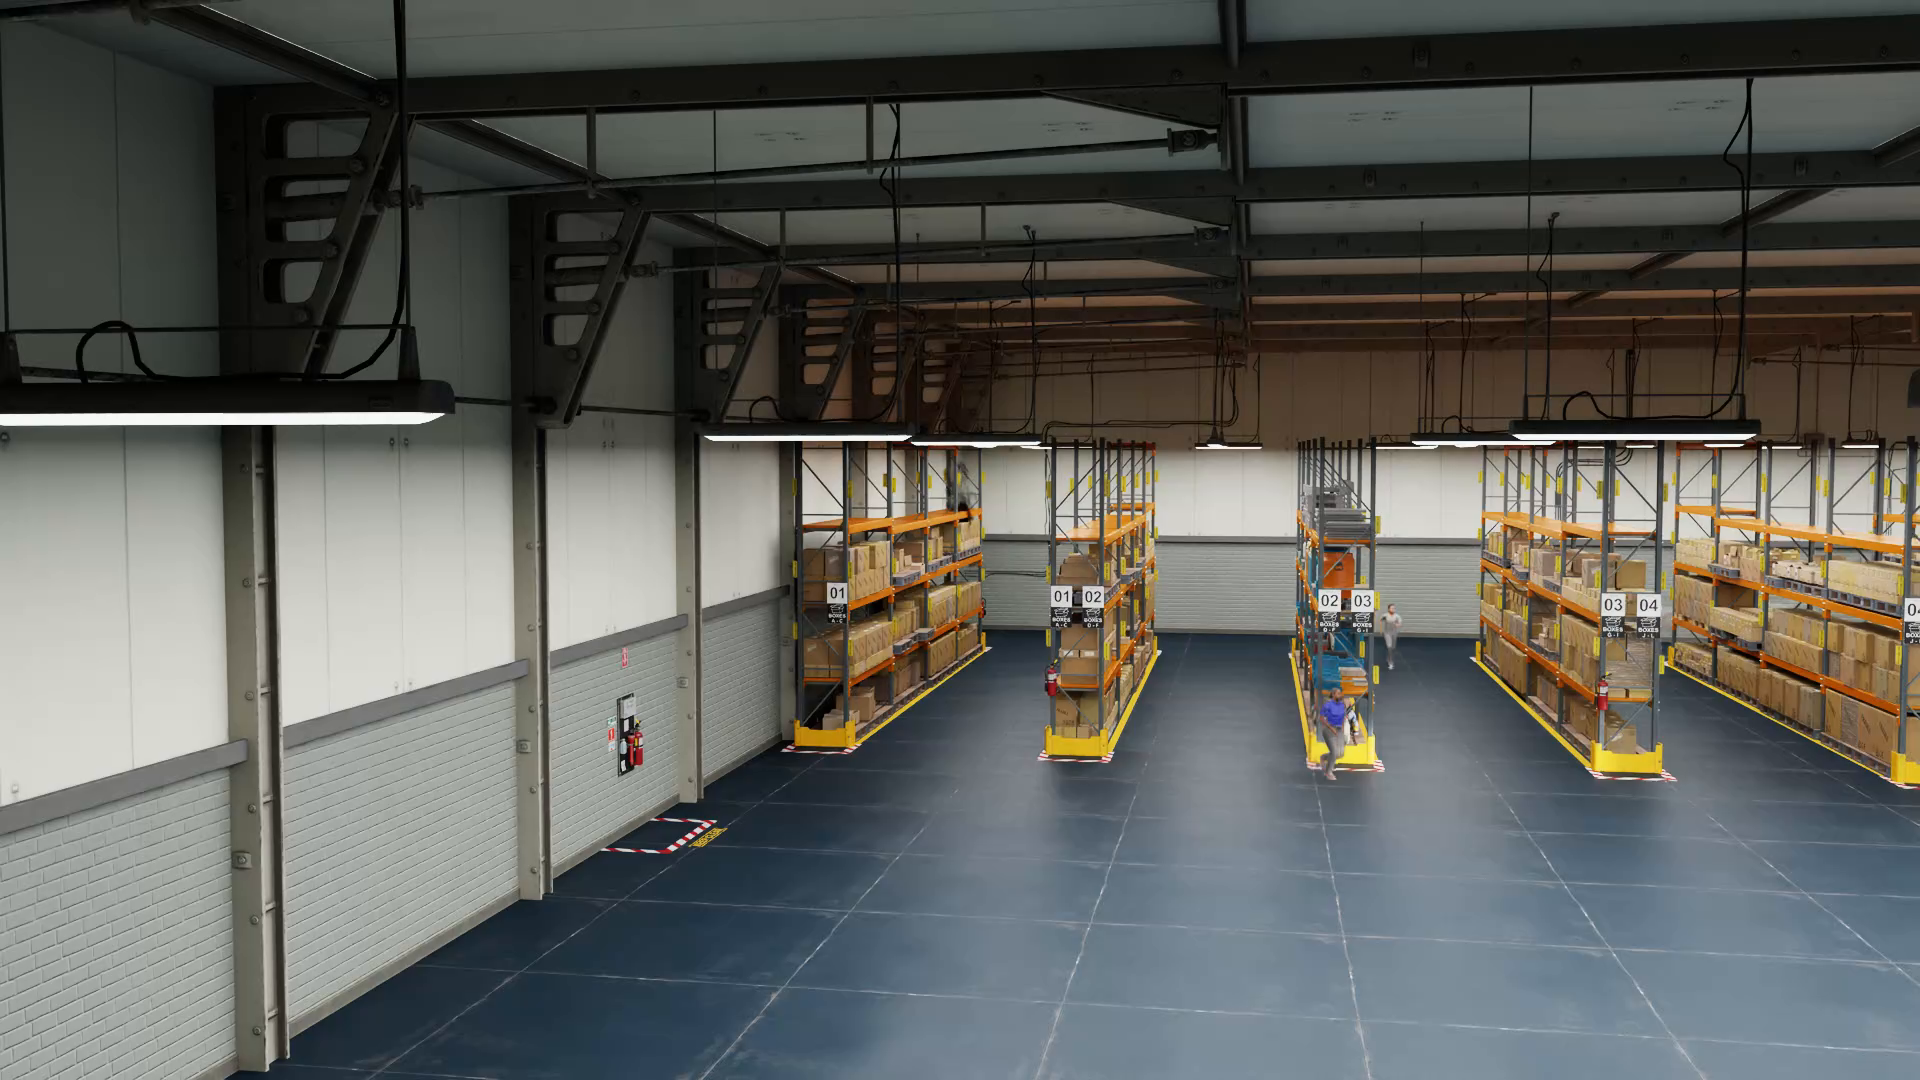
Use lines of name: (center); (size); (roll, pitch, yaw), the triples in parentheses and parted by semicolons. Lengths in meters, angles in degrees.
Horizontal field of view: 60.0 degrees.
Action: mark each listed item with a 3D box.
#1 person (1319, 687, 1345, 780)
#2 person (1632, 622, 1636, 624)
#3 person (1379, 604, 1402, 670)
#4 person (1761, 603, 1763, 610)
person: (6.558, 3.431, 29.229); (0.592, 1.518, 0.541); (-2, 4, -32)
person: (17.945, 2.482, 45.198); (0.694, 1.790, 0.666); (-2, 4, -32)
person: (11.427, 2.543, 44.114); (0.537, 1.715, 0.855); (0, 3, 0)
person: (20.903, 2.516, 43.440); (0.700, 1.772, 0.912); (0, 3, 3)
